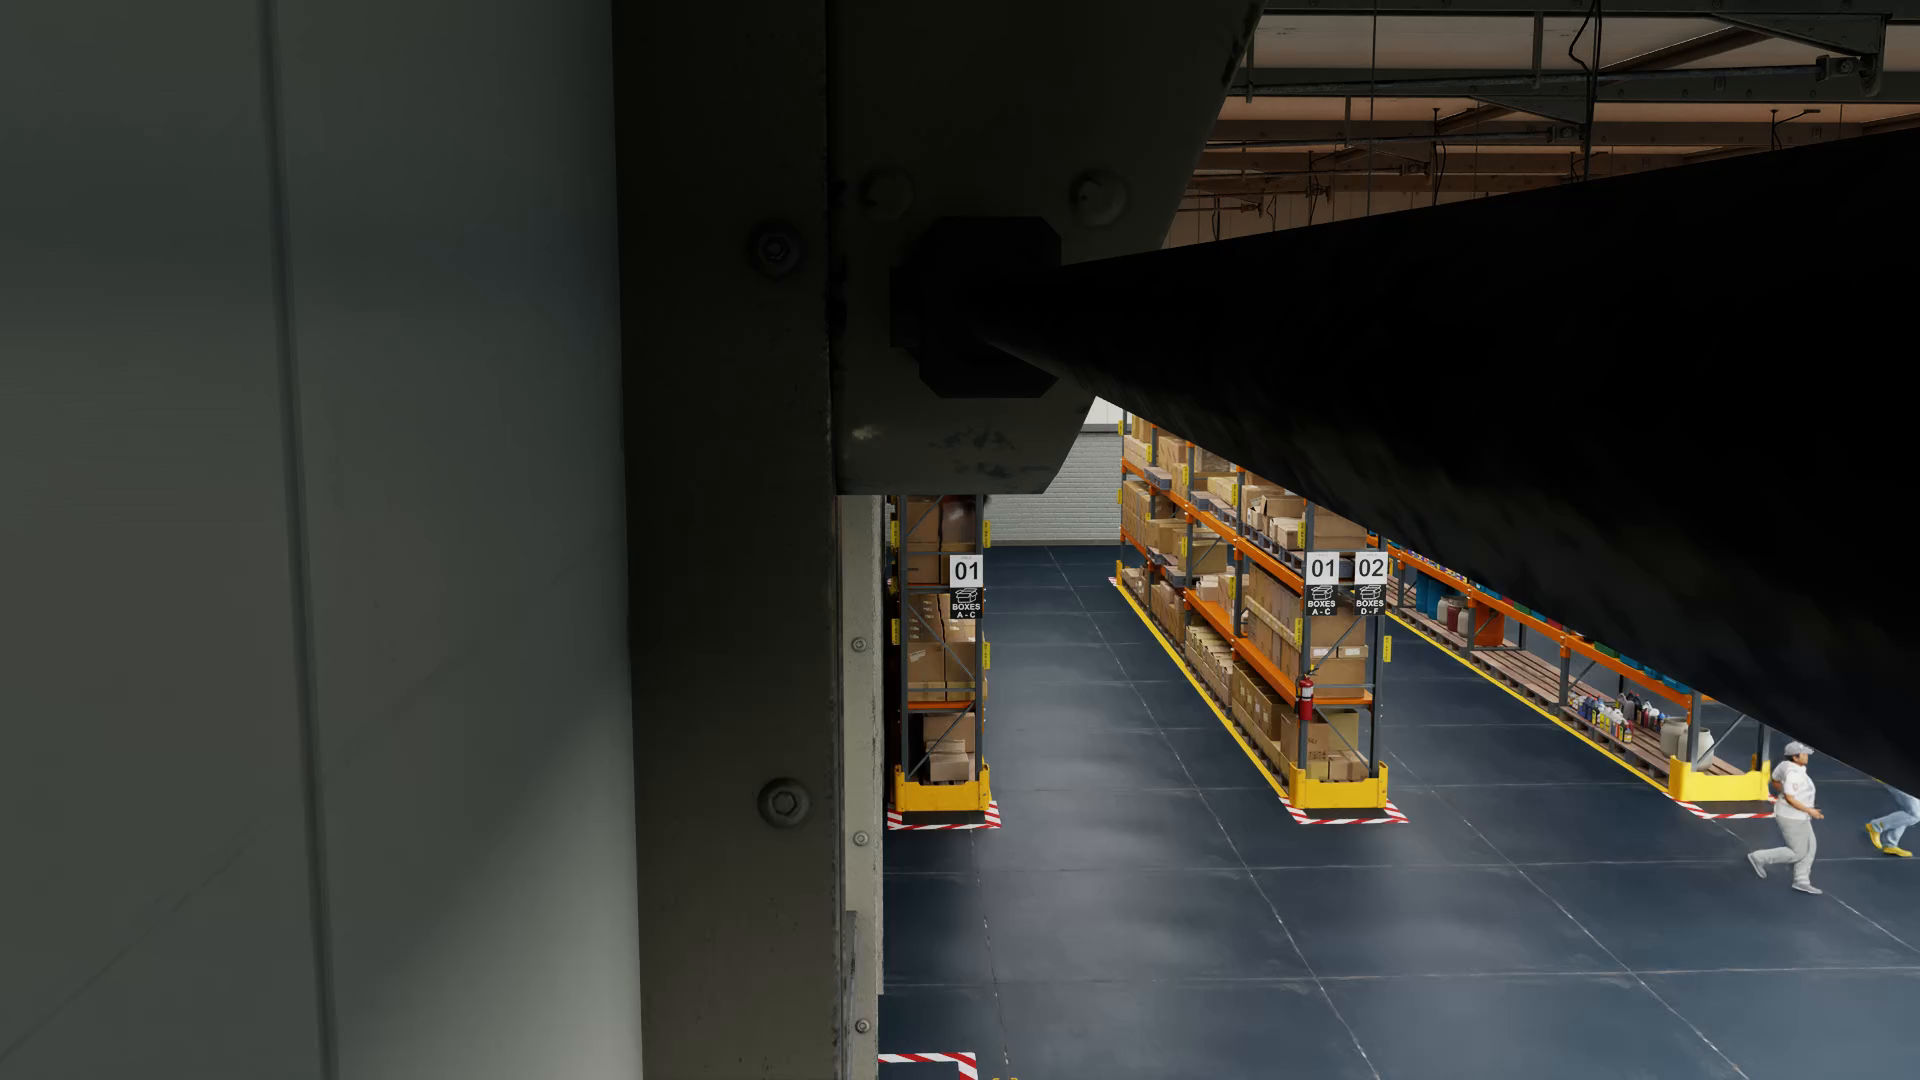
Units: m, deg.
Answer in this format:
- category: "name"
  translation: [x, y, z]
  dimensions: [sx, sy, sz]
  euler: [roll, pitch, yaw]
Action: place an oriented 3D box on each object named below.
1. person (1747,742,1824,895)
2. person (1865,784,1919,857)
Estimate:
- category: "person"
  translation: [8.821, 2.947, 17.708]
  dimensions: [0.764, 1.651, 0.616]
  euler: [3, 9, 19]
- category: "person"
  translation: [10.628, 2.717, 18.856]
  dimensions: [0.539, 1.732, 0.669]
  euler: [5, 10, 33]
